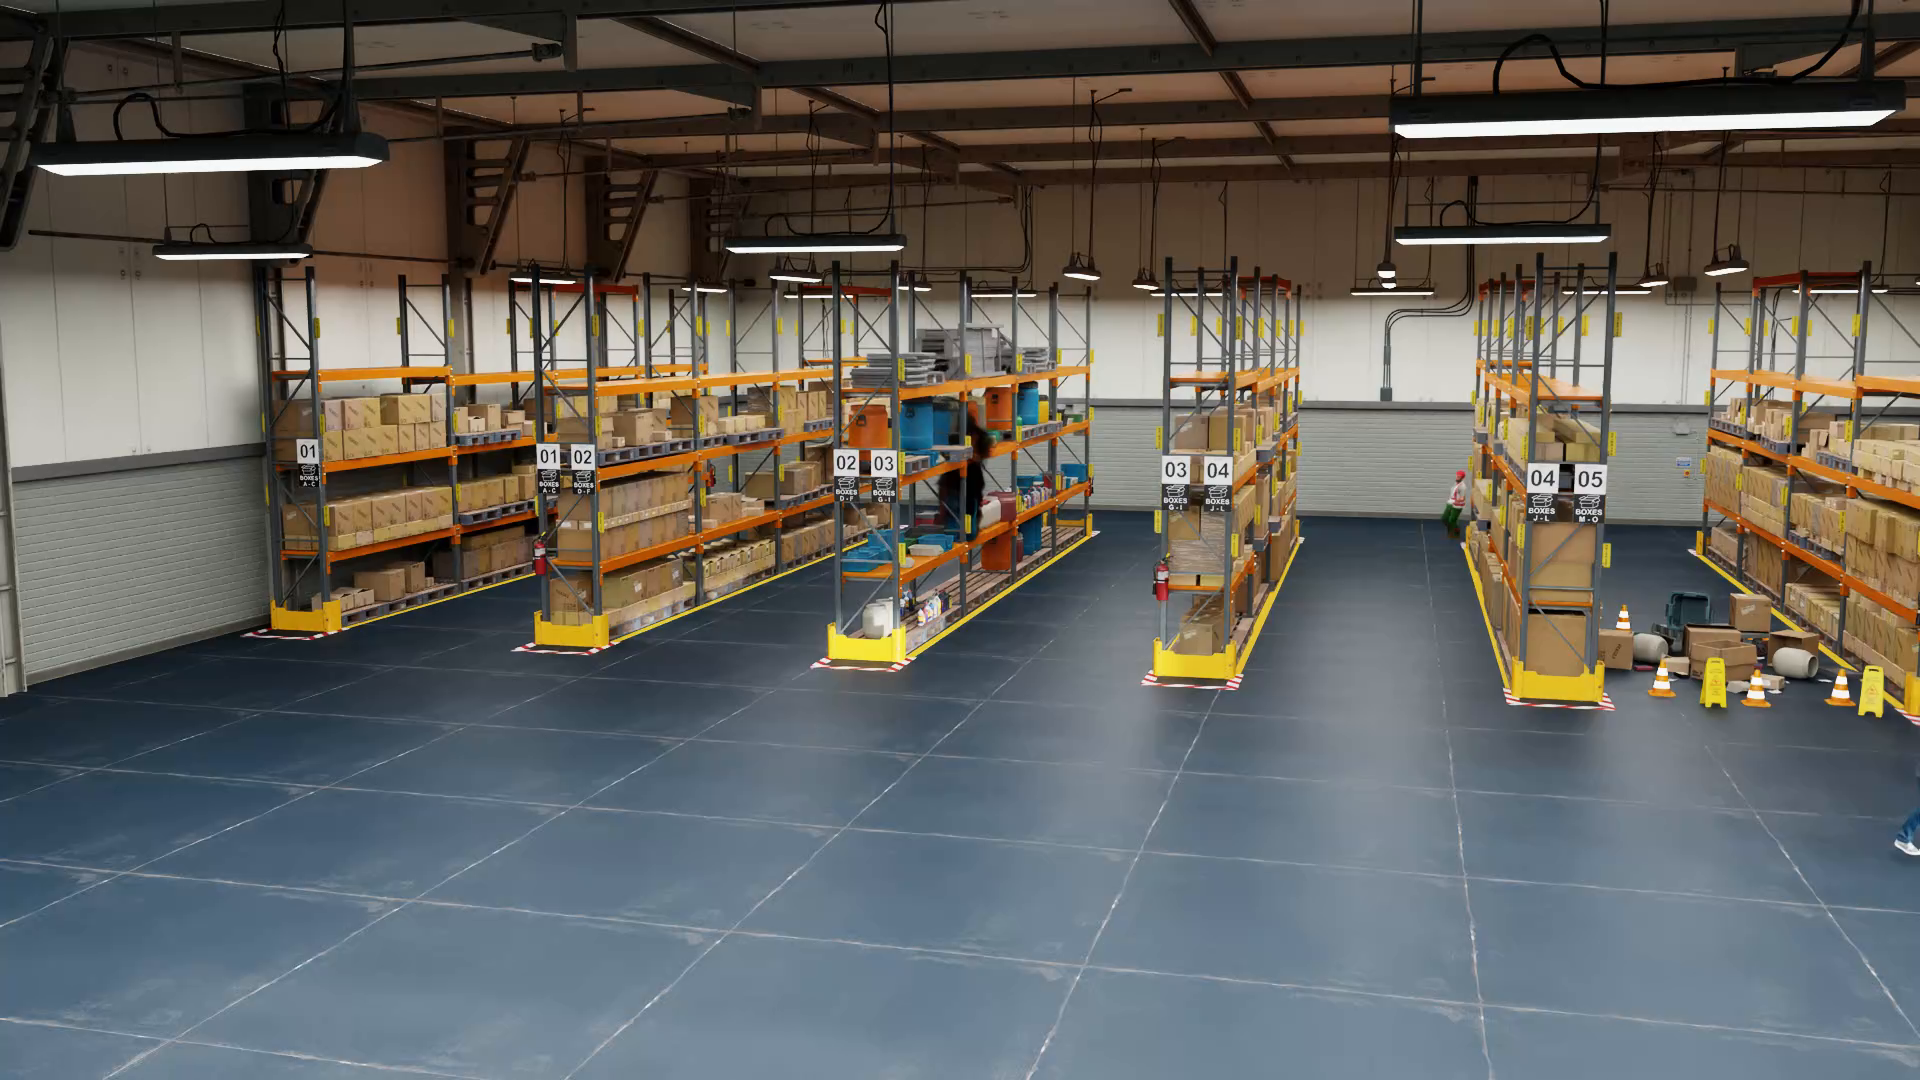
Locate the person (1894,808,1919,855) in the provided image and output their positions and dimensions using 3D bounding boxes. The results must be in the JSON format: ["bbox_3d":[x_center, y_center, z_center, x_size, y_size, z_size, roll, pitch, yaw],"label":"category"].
[{"bbox_3d":[9.156,2.251,15.526,0.507,1.641,0.702,-4,9,-32],"label":"person"}]

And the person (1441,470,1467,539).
[{"bbox_3d":[11.692,-0.822,39.322,0.550,1.700,0.880,-1,7,-11],"label":"person"}]
